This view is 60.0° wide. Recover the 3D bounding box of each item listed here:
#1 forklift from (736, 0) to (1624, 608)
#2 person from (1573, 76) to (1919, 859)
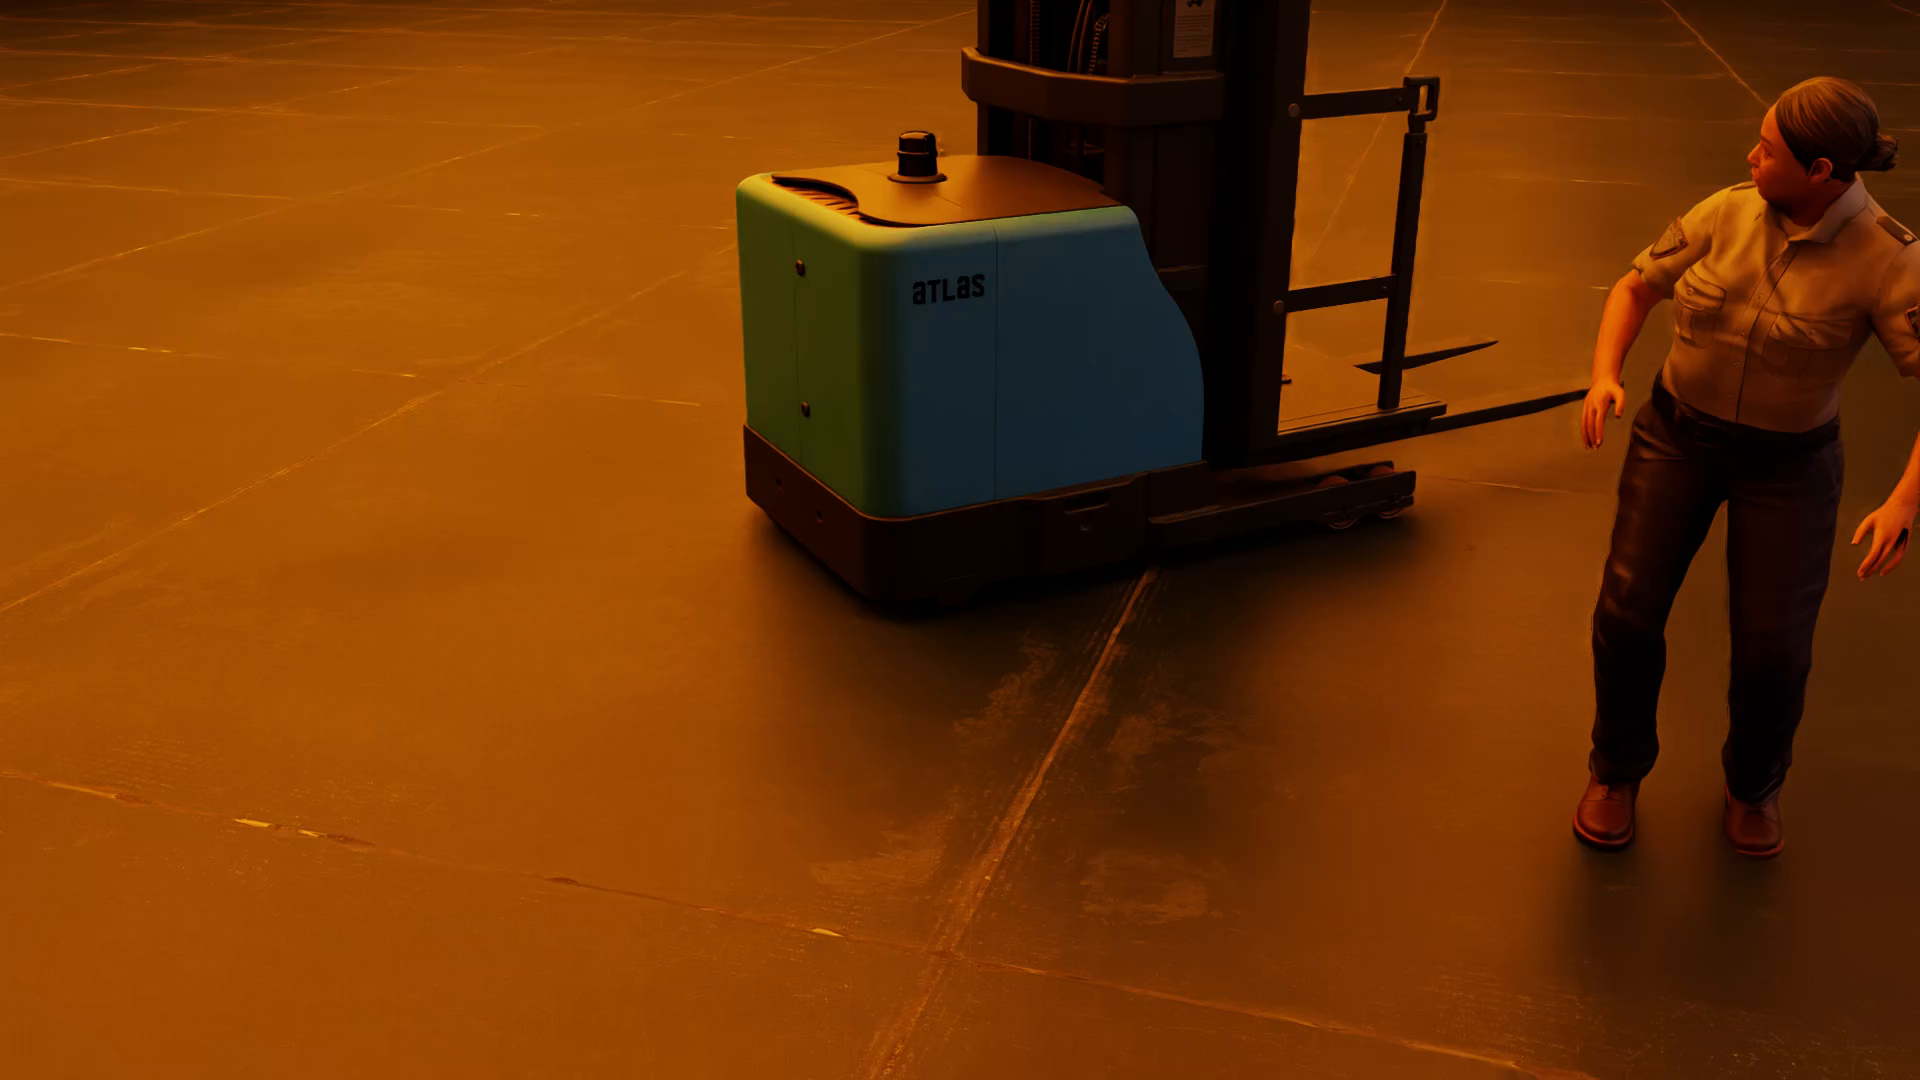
[{"bbox_3d":[0.866,-1.552,5.039,3.031,2.935,1.130,-11,25,-26],"label":"forklift"},{"bbox_3d":[1.588,-0.111,3.343,0.715,1.600,0.514,17,28,36],"label":"person"}]
